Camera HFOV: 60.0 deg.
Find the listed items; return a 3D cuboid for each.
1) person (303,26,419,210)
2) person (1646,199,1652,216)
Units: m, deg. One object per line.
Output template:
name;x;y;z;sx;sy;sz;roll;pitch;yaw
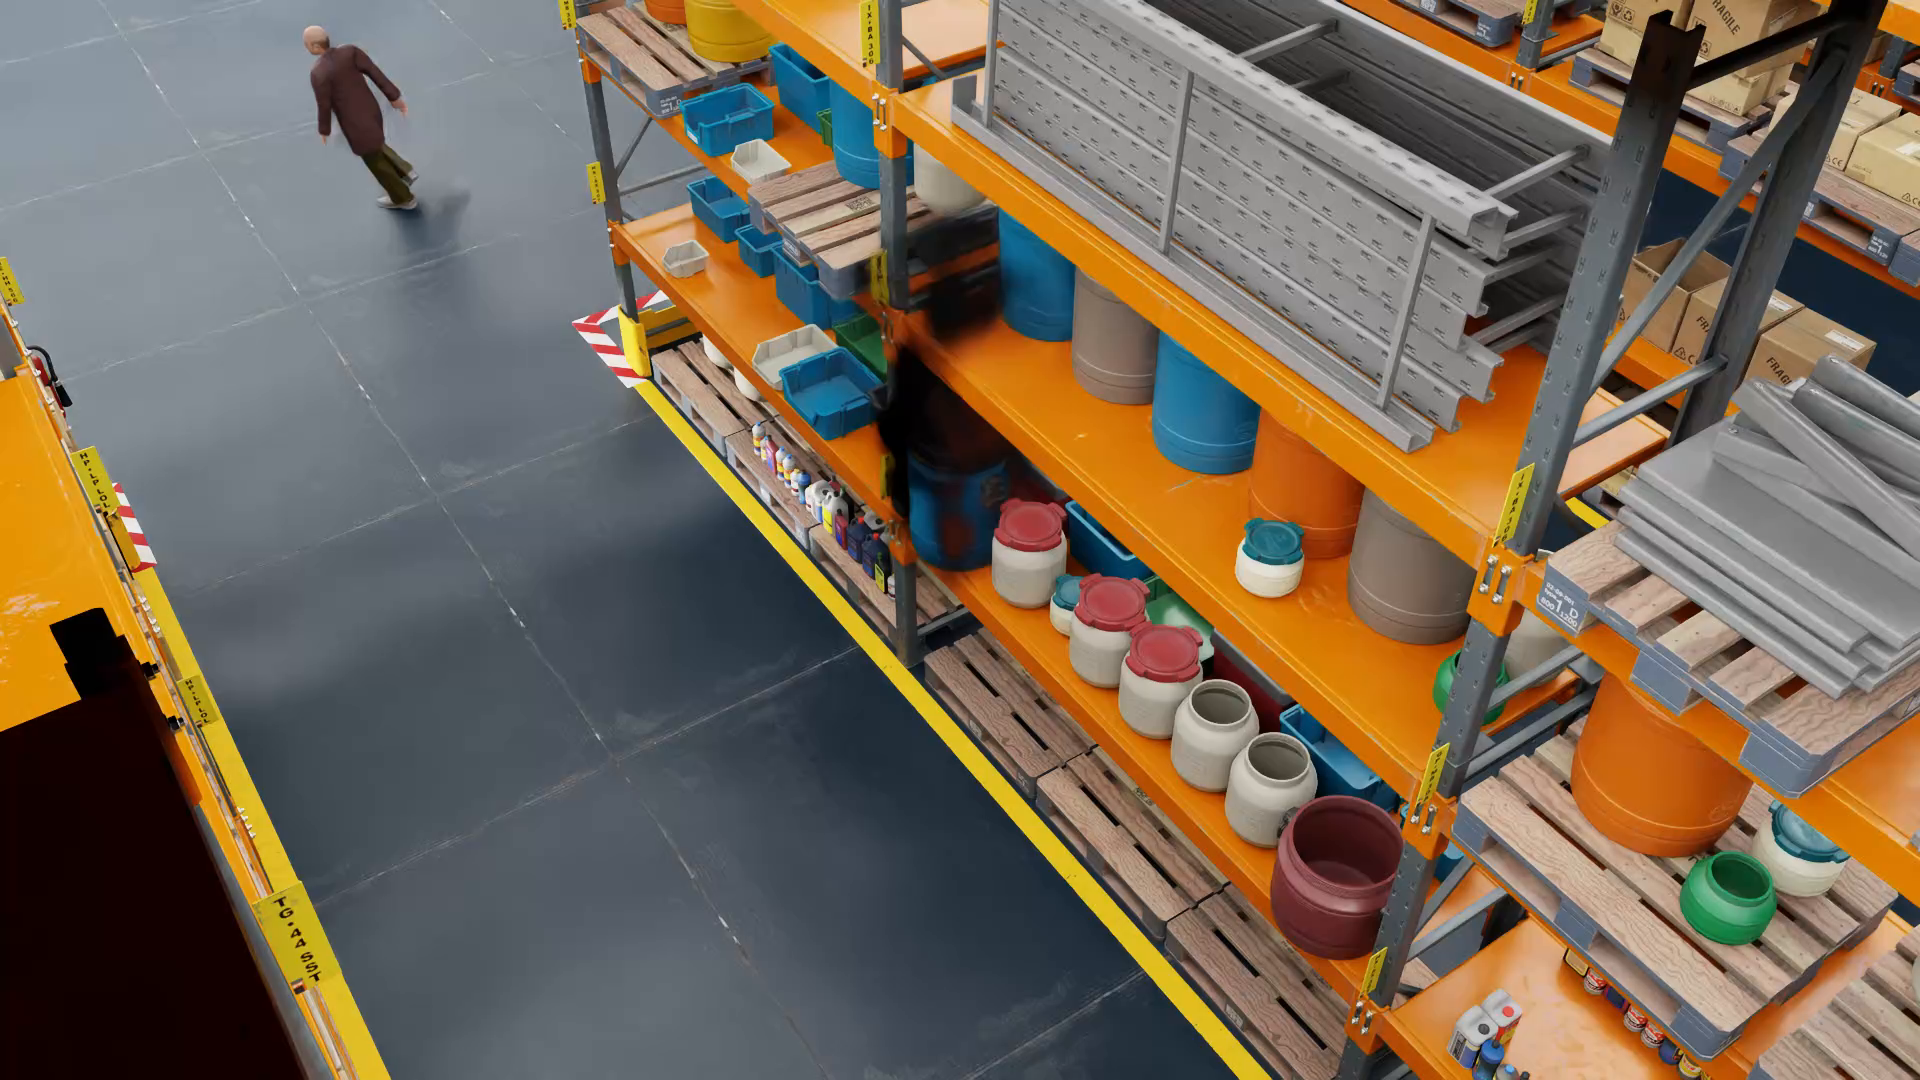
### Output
person;-5.191;-3.654;14.465;0.594;1.745;0.720;14;45;15
person;5.455;-2.634;13.457;0.795;1.581;0.595;27;49;26
